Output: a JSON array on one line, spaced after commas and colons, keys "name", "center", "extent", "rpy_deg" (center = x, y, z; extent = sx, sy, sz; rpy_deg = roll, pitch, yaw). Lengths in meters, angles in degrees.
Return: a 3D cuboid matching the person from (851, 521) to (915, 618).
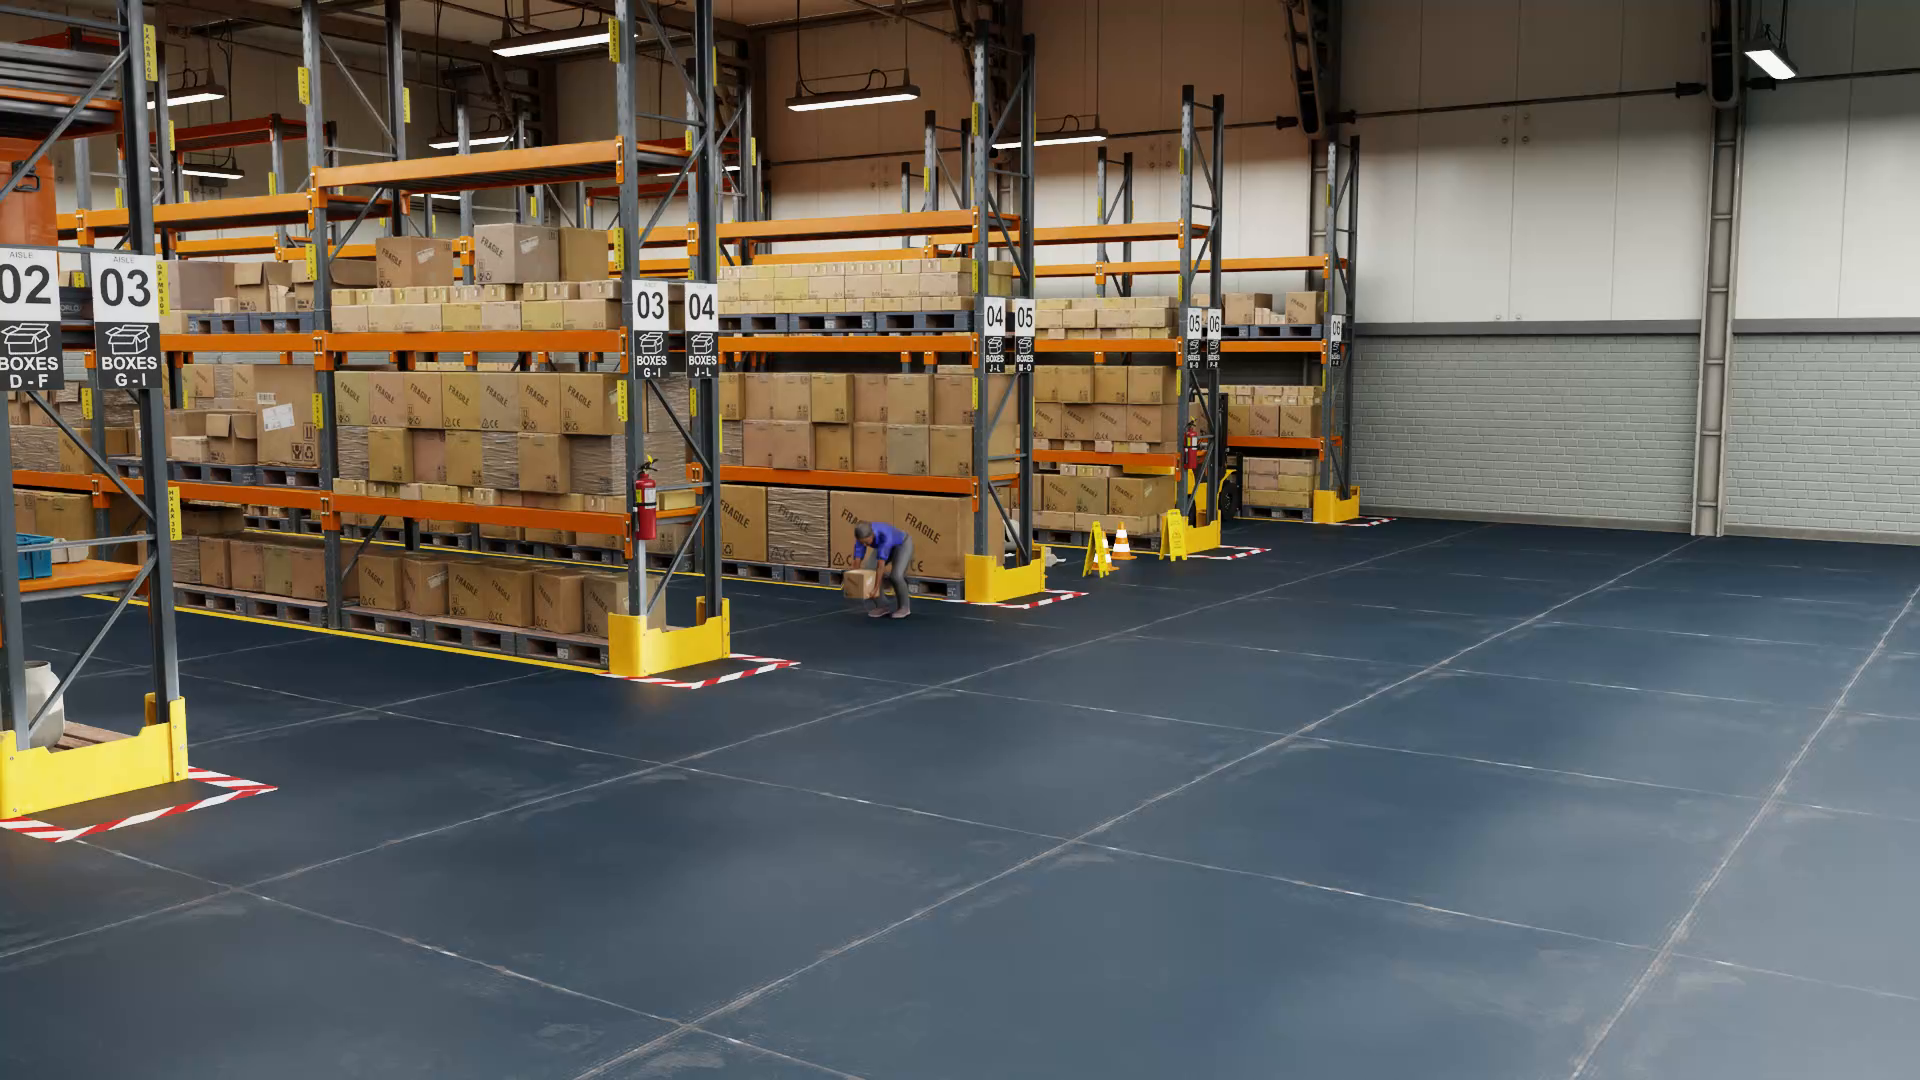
[{"name": "person", "center": [-0.778, 0.285, 16.468], "extent": [0.457, 0.996, 0.860], "rpy_deg": [4, 7, 31]}]
